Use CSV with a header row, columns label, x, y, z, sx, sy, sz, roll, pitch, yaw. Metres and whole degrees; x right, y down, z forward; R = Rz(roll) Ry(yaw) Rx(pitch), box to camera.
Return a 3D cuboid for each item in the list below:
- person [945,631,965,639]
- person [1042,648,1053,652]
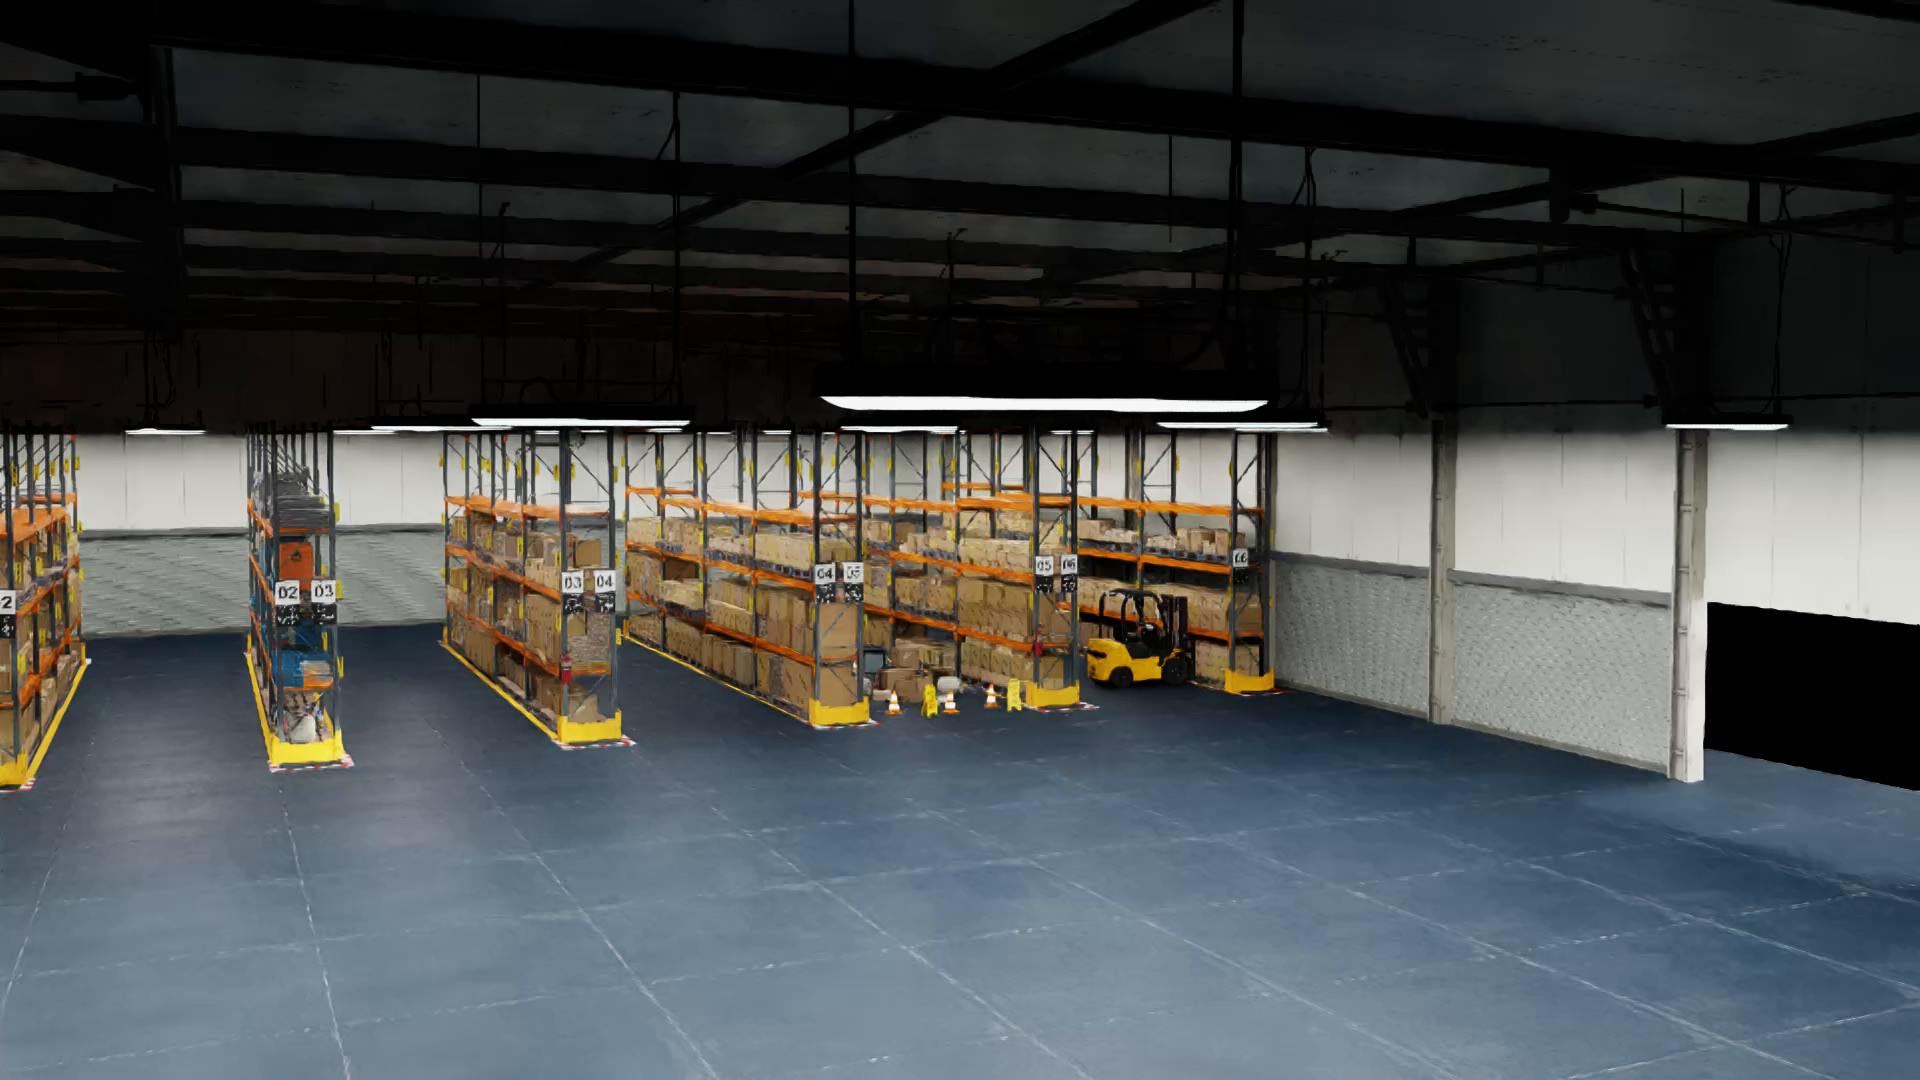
label,x,y,z,sx,sy,sz,roll,pitch,yaw
person,-0.141,1.960,46.905,0.567,1.641,0.610,0,4,-2
person,2.018,2.381,39.093,0.502,1.764,0.624,0,4,7
